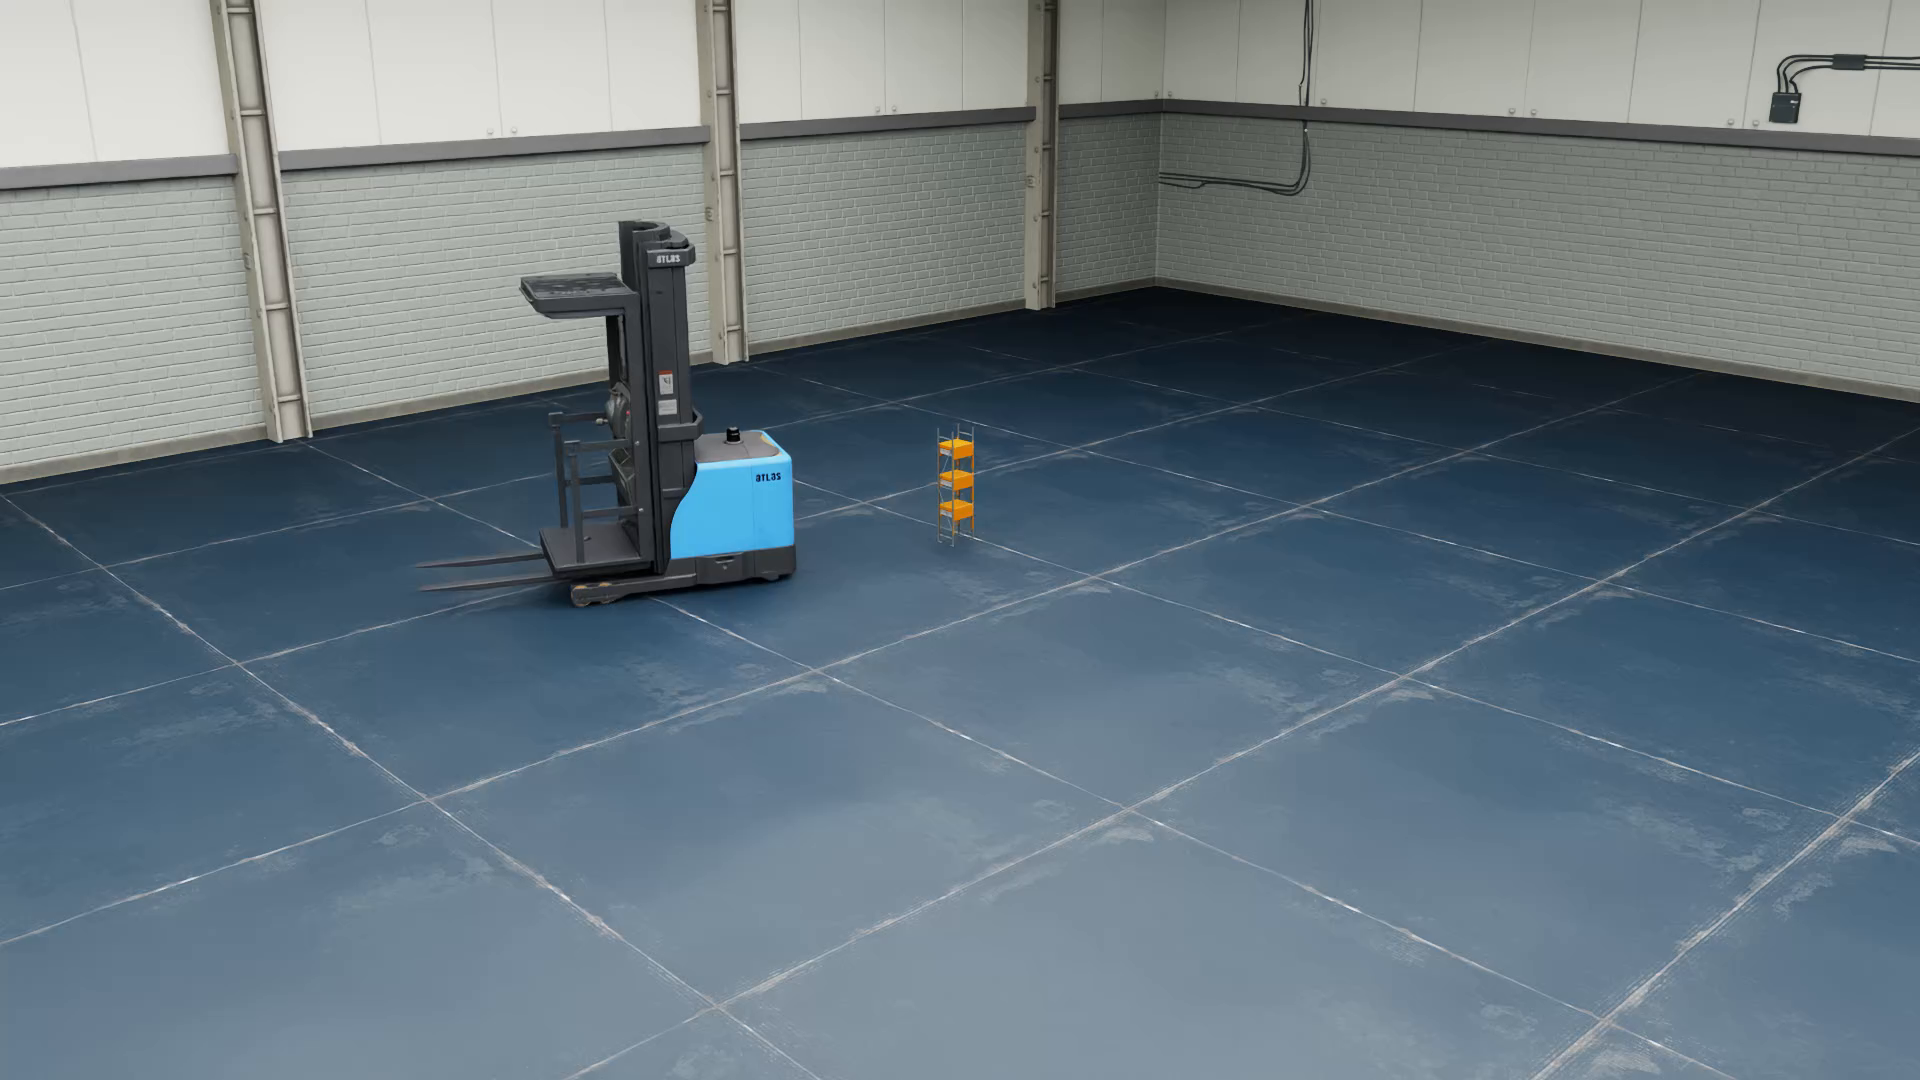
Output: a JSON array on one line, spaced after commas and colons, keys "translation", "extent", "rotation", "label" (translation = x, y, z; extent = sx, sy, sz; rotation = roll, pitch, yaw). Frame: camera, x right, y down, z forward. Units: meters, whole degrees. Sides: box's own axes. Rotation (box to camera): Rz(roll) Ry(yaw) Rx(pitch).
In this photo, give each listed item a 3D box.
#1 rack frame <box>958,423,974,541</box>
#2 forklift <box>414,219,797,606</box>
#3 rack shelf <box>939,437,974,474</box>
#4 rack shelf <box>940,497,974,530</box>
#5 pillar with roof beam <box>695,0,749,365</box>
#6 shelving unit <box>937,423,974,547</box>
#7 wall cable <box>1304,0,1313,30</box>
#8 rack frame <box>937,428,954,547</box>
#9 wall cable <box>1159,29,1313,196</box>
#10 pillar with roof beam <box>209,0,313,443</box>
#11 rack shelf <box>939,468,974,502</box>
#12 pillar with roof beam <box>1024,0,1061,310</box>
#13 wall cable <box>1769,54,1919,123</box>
[{"translation": [0.050, -0.514, 14.868], "extent": [0.008, 1.050, 0.200], "rotation": [-16, 24, -41], "label": "rack frame"}, {"translation": [-2.946, -1.045, 13.457], "extent": [3.031, 2.935, 1.130], "rotation": [-6, 19, -19], "label": "forklift"}, {"translation": [-0.039, -0.748, 14.704], "extent": [0.240, 0.259, 0.215], "rotation": [-16, 24, -41], "label": "rack shelf"}, {"translation": [-0.039, -0.214, 14.877], "extent": [0.240, 0.259, 0.215], "rotation": [-16, 24, -41], "label": "rack shelf"}, {"translation": [-0.138, -5.730, 18.066], "extent": [0.400, 9.000, 9.100], "rotation": [-16, 24, -41], "label": "pillar with roof beam"}, {"translation": [-0.039, -0.488, 14.788], "extent": [0.252, 1.050, 0.215], "rotation": [-16, 24, -41], "label": "shelving unit"}, {"translation": [6.171, -8.613, 23.805], "extent": [0.112, 2.526, 3.097], "rotation": [-16, 24, -41], "label": "wall cable"}, {"translation": [-0.128, -0.462, 14.708], "extent": [0.008, 1.050, 0.200], "rotation": [-16, 24, -41], "label": "rack frame"}, {"translation": [4.313, -6.817, 26.454], "extent": [0.112, 2.526, 3.097], "rotation": [-16, 24, -41], "label": "wall cable"}, {"translation": [-4.498, -4.458, 14.145], "extent": [0.400, 9.000, 9.100], "rotation": [-16, 24, -41], "label": "pillar with roof beam"}, {"translation": [-0.039, -0.478, 14.791], "extent": [0.240, 0.259, 0.215], "rotation": [-16, 24, -41], "label": "rack shelf"}, {"translation": [4.221, -7.001, 21.988], "extent": [0.400, 9.000, 9.100], "rotation": [-16, 24, -41], "label": "pillar with roof beam"}, {"translation": [10.824, -7.781, 18.878], "extent": [0.169, 6.003, 2.305], "rotation": [-16, 24, -41], "label": "wall cable"}]
